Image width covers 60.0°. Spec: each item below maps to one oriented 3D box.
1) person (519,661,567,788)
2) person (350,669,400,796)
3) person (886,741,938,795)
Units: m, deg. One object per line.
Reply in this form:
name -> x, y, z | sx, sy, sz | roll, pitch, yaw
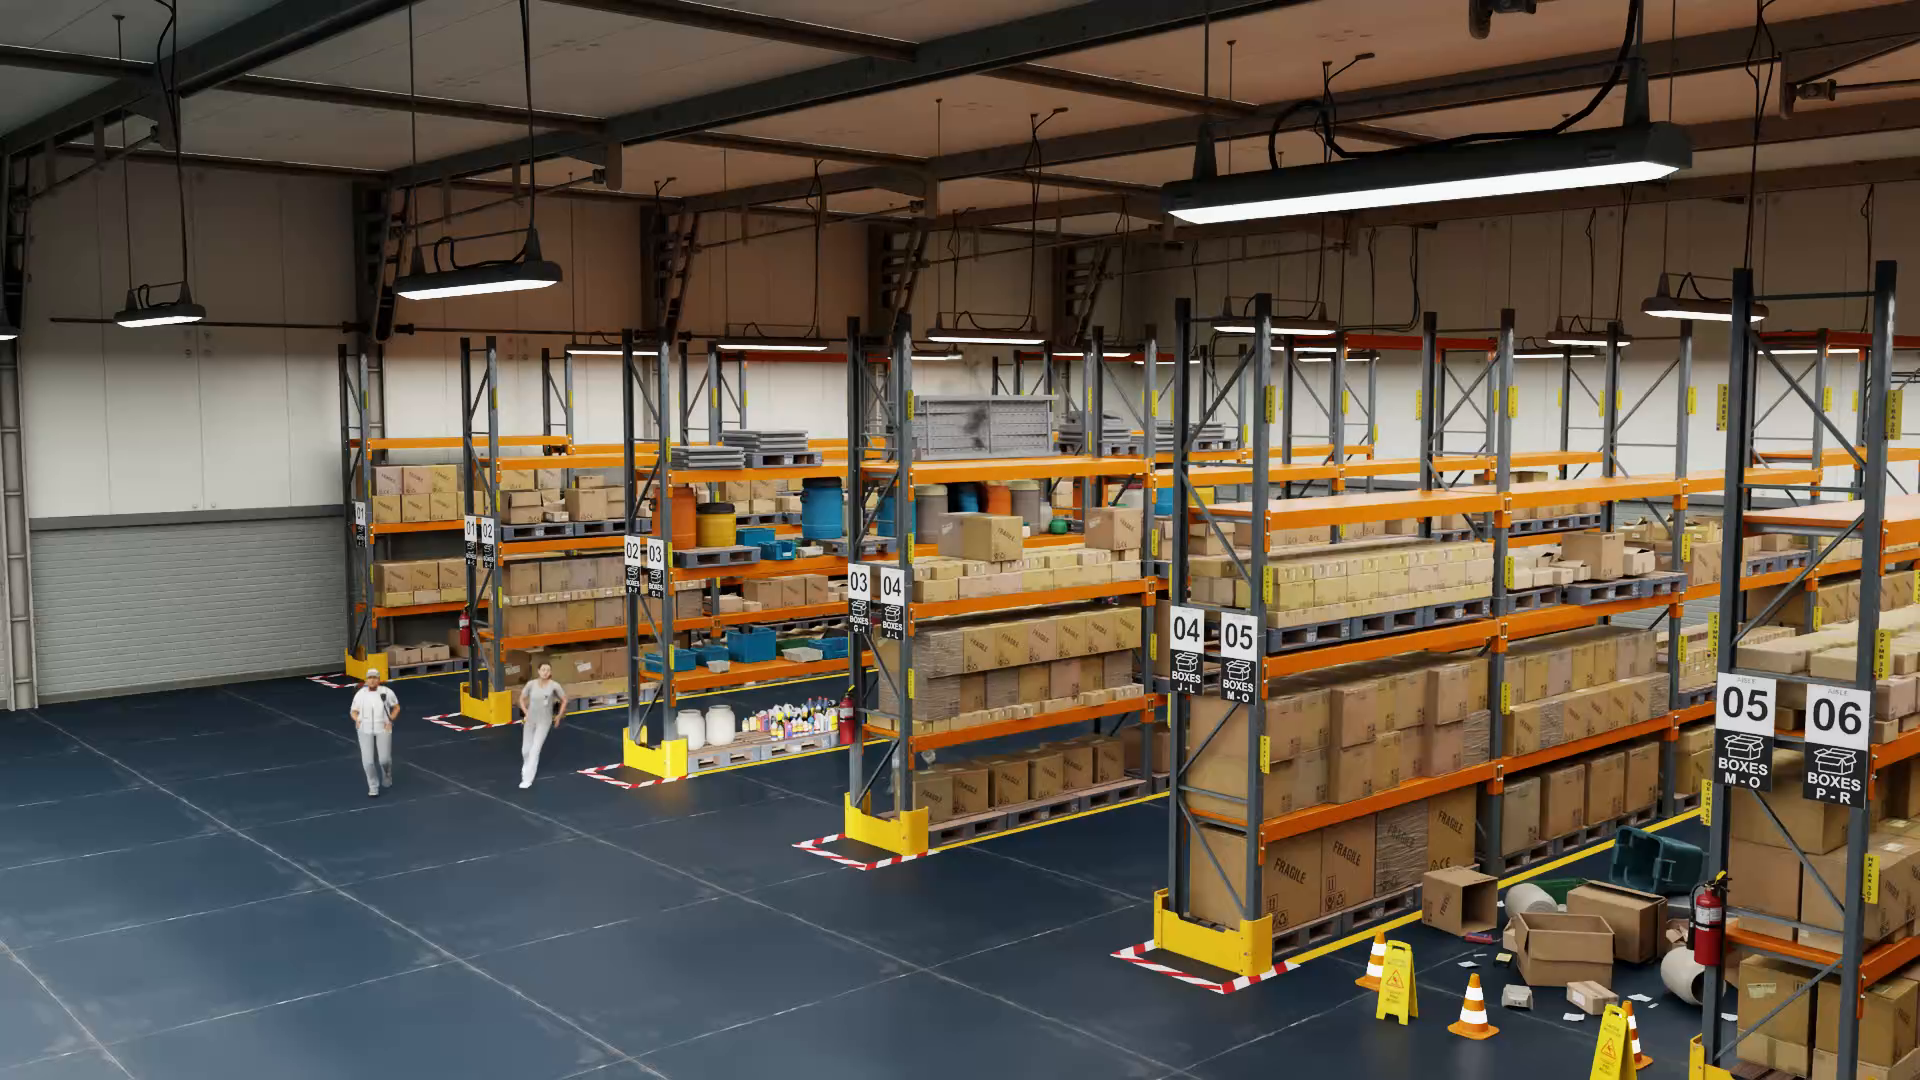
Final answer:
person -> -5.494, 2.388, 21.872 | 0.638, 1.627, 0.766 | 0, 5, -5
person -> -7.493, 2.452, 21.291 | 0.602, 1.618, 0.568 | -1, 5, -14
person -> -0.612, 2.333, 21.534 | 0.652, 1.838, 0.836 | 4, 7, 39
